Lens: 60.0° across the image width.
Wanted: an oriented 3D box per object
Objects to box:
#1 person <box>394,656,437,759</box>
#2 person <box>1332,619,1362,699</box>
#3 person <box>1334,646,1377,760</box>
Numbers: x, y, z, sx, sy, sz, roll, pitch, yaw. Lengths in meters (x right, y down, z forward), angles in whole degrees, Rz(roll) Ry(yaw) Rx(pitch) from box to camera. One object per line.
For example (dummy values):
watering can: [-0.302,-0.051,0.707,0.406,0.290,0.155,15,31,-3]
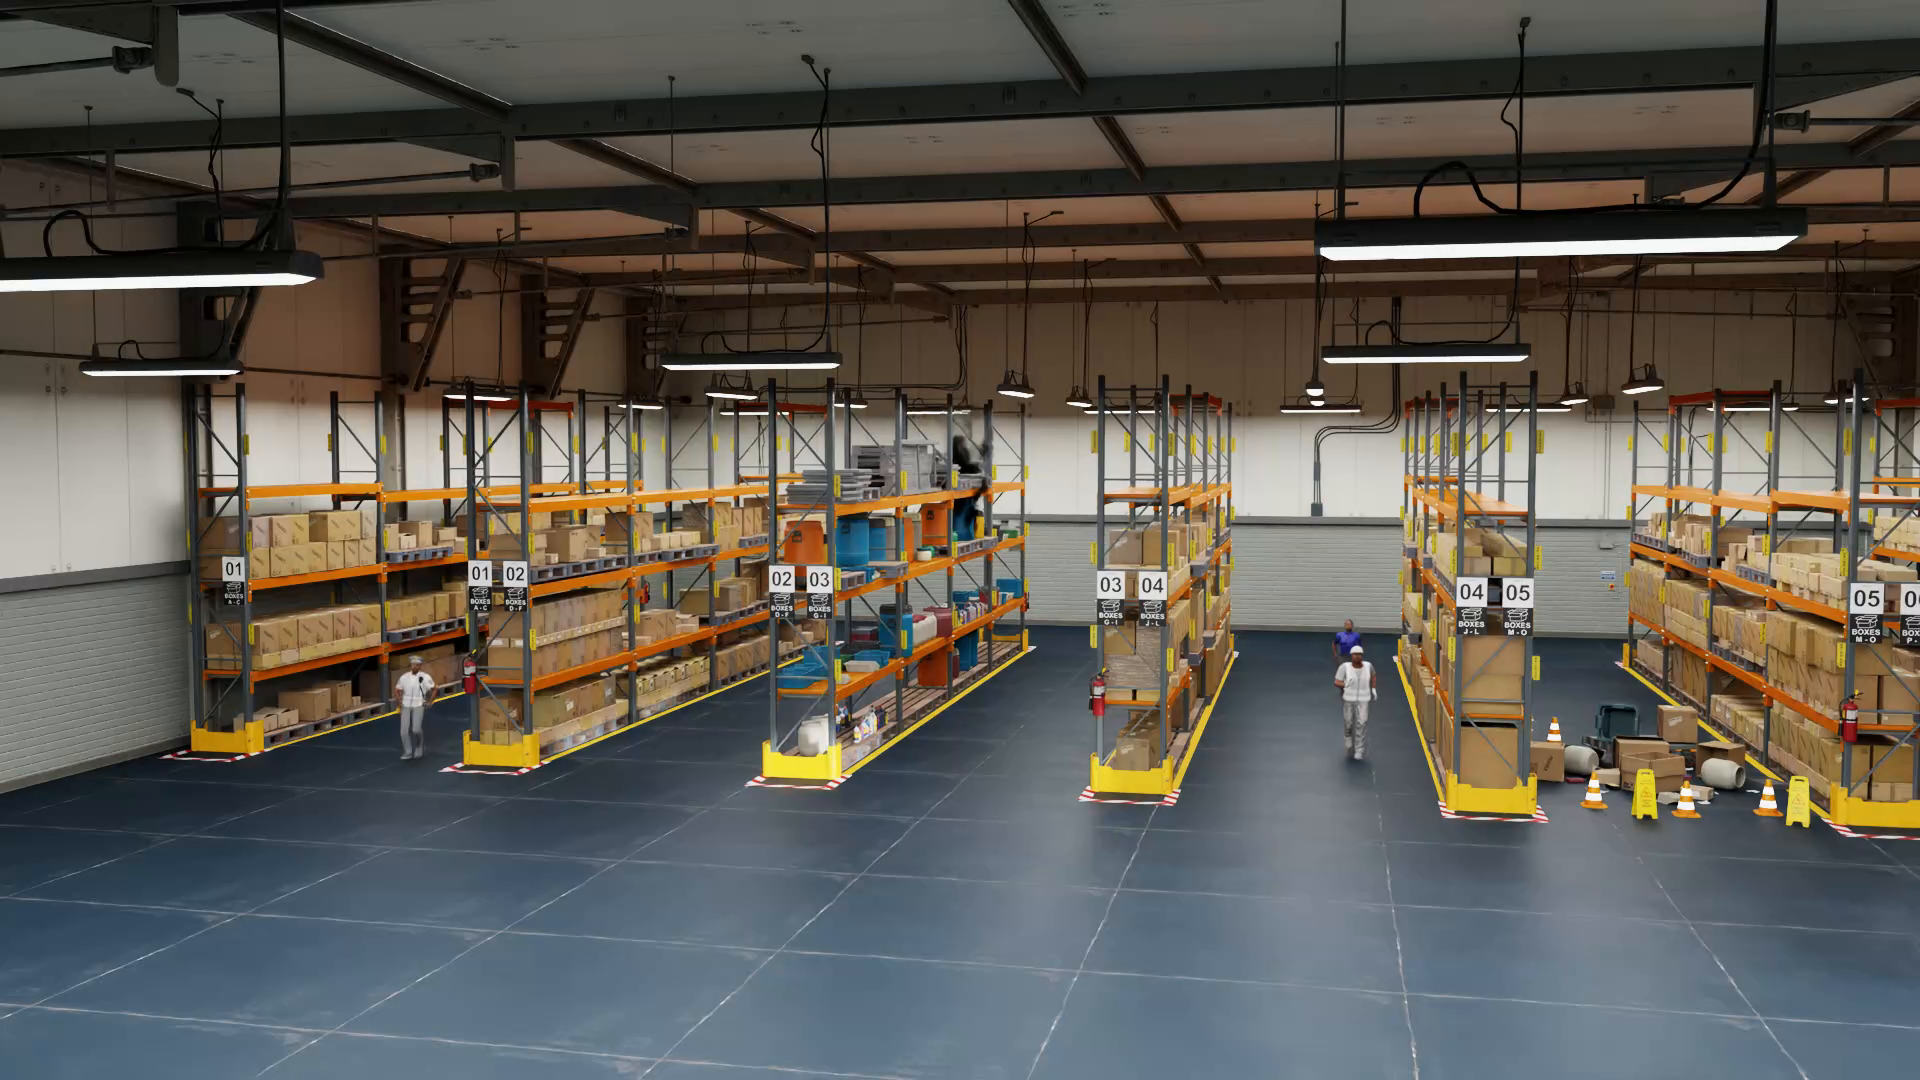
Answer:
person: [-8.686,2.665,26.422,0.643,1.652,0.494,0,3,-3]
person: [7.512,2.345,32.240,0.560,1.615,0.576,1,3,9]
person: [6.326,2.561,26.589,0.685,1.765,0.984,0,3,8]
